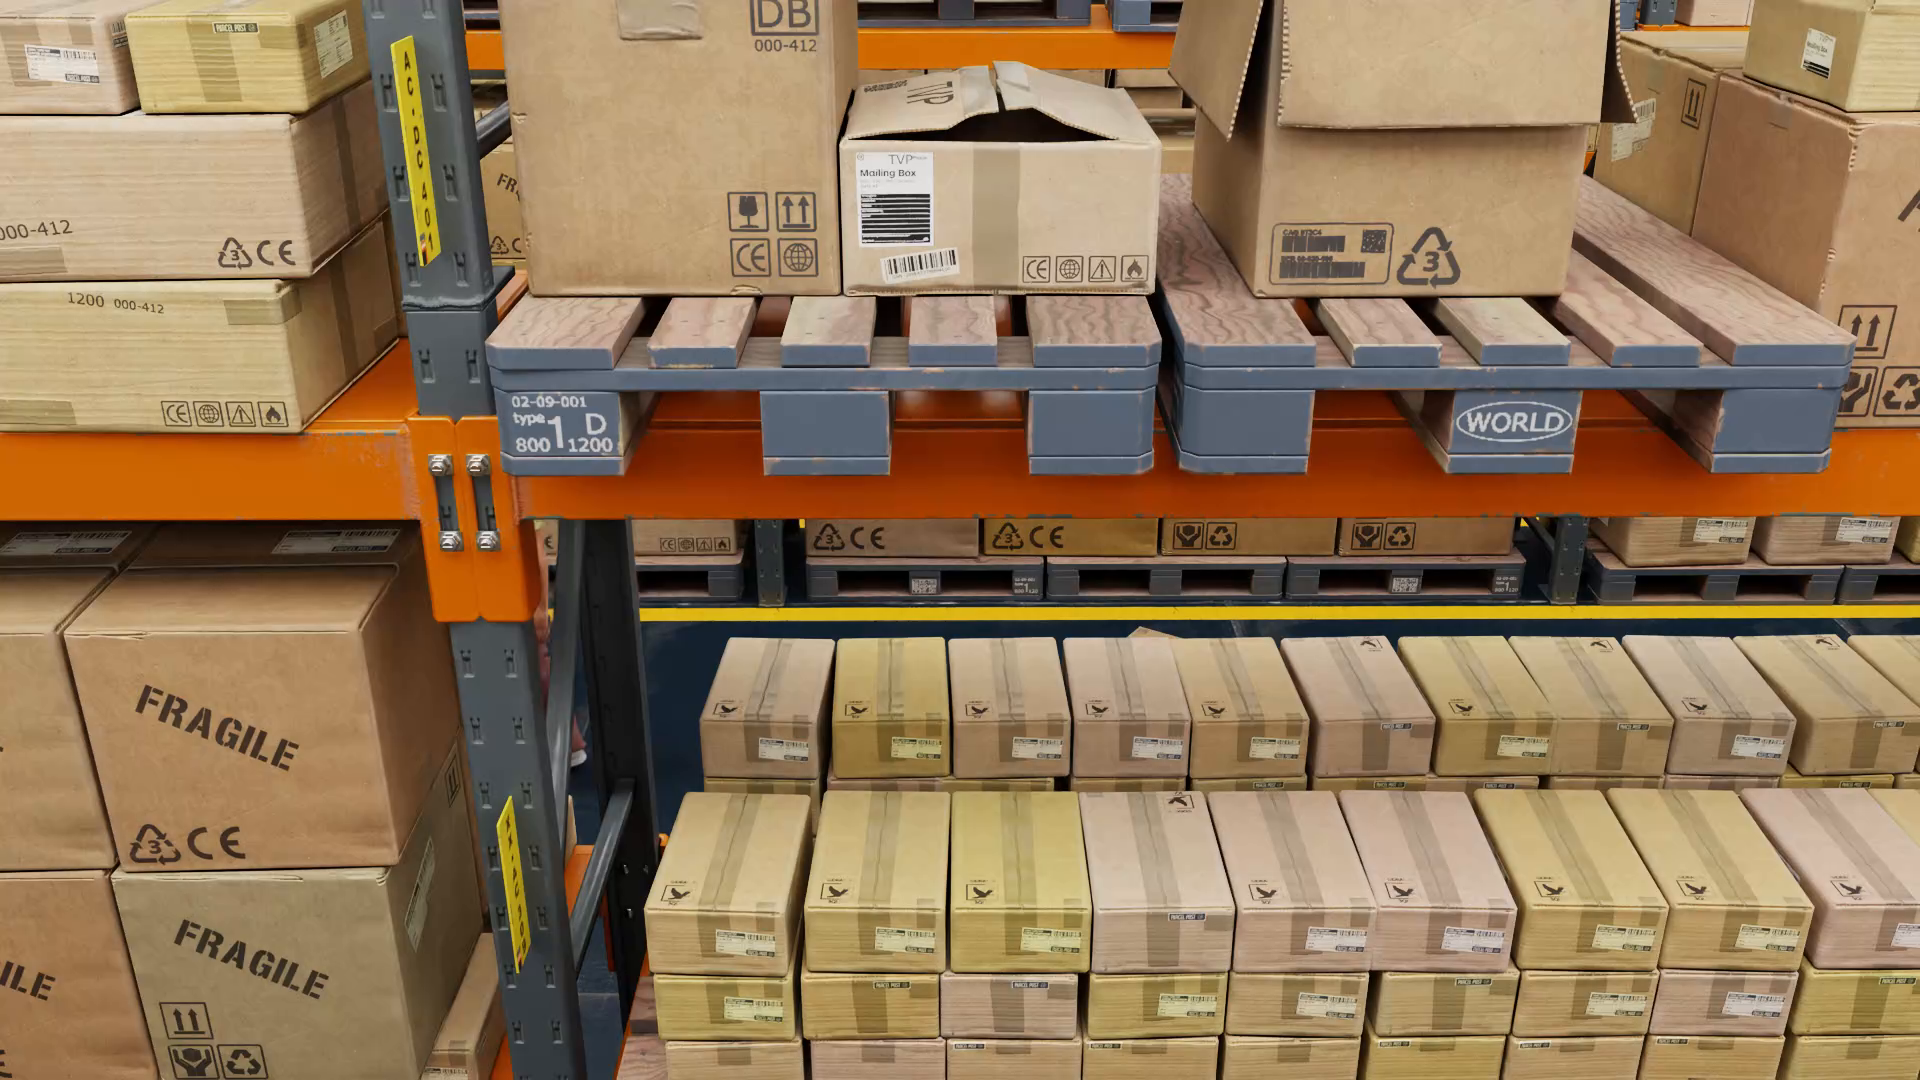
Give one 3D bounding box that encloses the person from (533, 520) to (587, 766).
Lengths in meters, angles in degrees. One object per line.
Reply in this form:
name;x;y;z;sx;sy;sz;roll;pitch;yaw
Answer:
person;-1.801;0.242;6.576;0.511;1.720;0.479;-9;26;-20
